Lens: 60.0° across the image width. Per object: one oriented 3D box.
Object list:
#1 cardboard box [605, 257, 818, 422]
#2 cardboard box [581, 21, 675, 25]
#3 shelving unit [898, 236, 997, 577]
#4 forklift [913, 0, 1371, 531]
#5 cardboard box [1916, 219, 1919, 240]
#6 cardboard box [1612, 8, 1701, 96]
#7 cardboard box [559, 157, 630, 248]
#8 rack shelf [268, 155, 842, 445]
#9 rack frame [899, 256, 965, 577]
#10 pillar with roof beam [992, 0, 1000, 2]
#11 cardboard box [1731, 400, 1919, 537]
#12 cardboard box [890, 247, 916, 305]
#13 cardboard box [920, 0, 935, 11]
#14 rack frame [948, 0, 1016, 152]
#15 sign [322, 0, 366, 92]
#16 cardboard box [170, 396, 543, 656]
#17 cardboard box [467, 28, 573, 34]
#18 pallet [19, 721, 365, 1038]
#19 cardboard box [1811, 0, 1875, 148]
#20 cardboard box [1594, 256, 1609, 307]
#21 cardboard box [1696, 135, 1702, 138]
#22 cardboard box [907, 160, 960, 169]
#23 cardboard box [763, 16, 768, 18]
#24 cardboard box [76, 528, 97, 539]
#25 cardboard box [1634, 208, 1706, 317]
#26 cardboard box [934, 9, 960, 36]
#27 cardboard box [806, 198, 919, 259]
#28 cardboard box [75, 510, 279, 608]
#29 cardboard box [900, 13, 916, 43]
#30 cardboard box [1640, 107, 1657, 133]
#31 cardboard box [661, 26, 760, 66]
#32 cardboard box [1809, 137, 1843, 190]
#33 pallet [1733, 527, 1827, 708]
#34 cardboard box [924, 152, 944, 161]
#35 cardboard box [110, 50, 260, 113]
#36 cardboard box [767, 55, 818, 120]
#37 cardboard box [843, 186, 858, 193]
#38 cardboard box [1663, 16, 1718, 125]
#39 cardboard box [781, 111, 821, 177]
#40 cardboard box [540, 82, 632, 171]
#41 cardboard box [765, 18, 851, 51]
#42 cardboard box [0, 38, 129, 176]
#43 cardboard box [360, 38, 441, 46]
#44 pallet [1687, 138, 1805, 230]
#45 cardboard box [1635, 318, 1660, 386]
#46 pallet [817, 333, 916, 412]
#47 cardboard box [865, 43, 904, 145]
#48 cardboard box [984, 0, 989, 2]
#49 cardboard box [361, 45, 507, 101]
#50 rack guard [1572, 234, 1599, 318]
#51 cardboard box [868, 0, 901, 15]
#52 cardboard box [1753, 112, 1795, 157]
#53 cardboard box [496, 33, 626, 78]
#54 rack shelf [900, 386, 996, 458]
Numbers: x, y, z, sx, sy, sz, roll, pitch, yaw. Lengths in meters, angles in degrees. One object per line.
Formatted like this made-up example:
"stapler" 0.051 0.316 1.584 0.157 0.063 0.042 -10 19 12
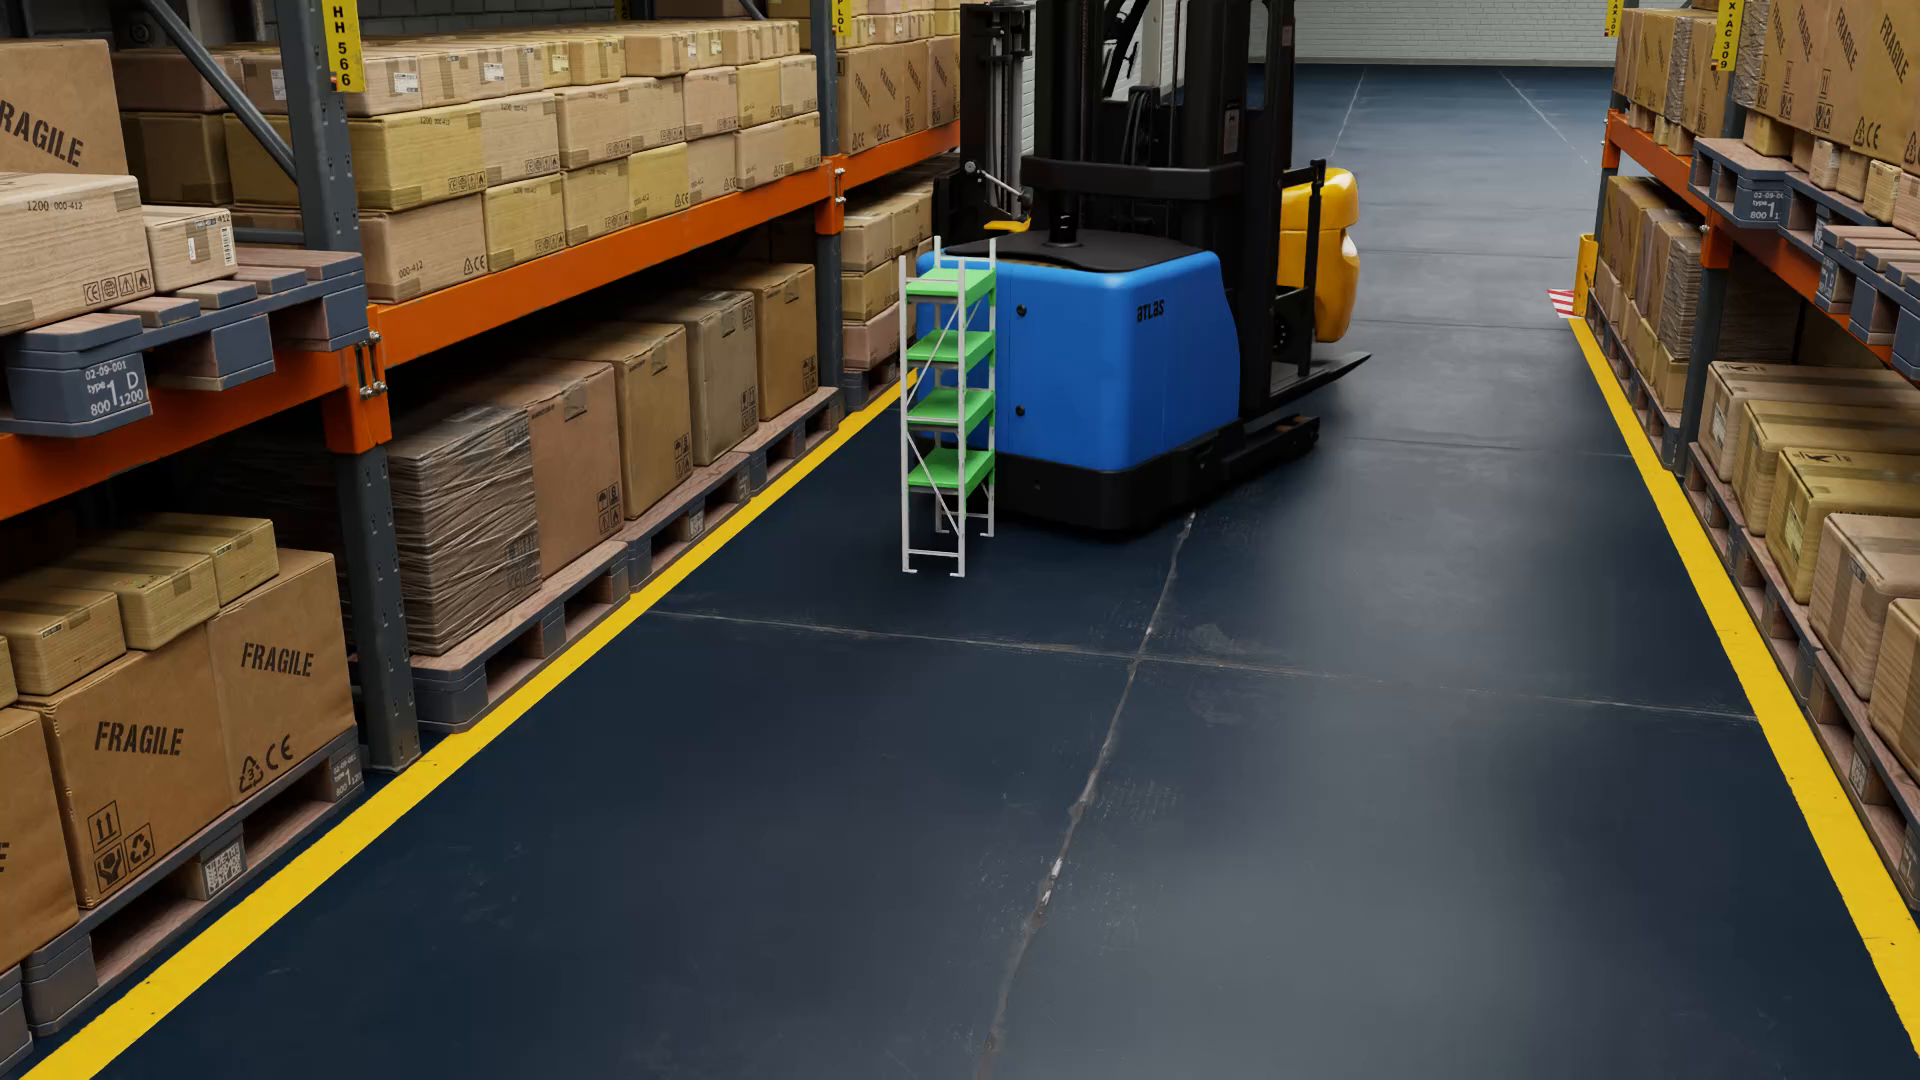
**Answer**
"cardboard box" -1.204 -0.973 7.919 0.875 0.625 0.625 6 20 16
"cardboard box" -1.498 -2.243 7.456 0.380 0.149 0.250 4 19 12
"shelving unit" -0.040 -0.516 6.342 0.258 1.200 0.503 5 19 13
"forklift" 1.063 -1.841 7.542 1.130 2.935 3.031 13 23 33
"cardboard box" 2.615 -0.791 4.101 0.380 0.149 0.250 4 19 13
"cardboard box" 4.319 -2.986 10.176 0.500 0.500 0.500 4 19 13
"cardboard box" -1.473 -1.176 5.723 0.500 0.250 0.500 4 19 12
"rack shelf" -1.576 -1.095 6.365 1.077 0.370 4.000 5 19 13
"rack frame" -0.100 -0.439 6.118 0.240 1.200 0.015 5 19 13
"pillar with roof beam" 4.486 -7.548 14.865 9.100 9.000 0.400 5 19 13
"cardboard box" 3.428 -0.236 6.154 0.950 0.372 0.625 6 20 17
"cardboard box" -0.549 -1.481 9.215 0.500 0.250 0.500 5 19 13
"cardboard box" -0.363 -3.201 9.799 0.380 0.149 0.250 5 19 14
"rack frame" -0.110 -3.316 11.755 1.000 3.000 0.127 5 19 13
"sign" -1.536 -1.279 4.122 0.100 0.325 0.005 5 19 13
"cardboard box" -1.899 -0.078 5.299 0.875 0.625 0.625 5 20 15
"cardboard box" -1.744 -1.928 6.532 0.380 0.149 0.250 5 19 13
"pallet" -2.284 0.742 4.188 1.003 0.211 1.213 5 19 13
"cardboard box" 2.963 -1.461 5.060 0.500 0.500 0.500 4 19 11
"cardboard box" 4.238 -1.591 10.311 0.500 0.250 0.500 4 19 13
"cardboard box" 3.564 -1.756 7.576 0.380 0.149 0.250 5 20 15
"cardboard box" -0.040 -2.357 11.005 0.500 0.250 0.500 5 19 14
"cardboard box" -1.158 -2.701 8.796 0.380 0.149 0.250 5 20 15
"cardboard box" -2.440 0.286 4.428 0.500 0.500 0.500 5 20 15
"cardboard box" 3.857 -1.450 8.736 0.500 0.500 0.500 6 20 16
"cardboard box" -0.213 -3.135 10.068 0.380 0.149 0.250 5 19 14
"cardboard box" -0.531 -1.719 9.137 0.500 0.250 0.500 5 19 13
"cardboard box" -1.940 0.044 4.133 0.380 0.149 0.250 4 19 11
"cardboard box" -0.459 -2.814 9.128 0.380 0.149 0.250 4 19 13
"cardboard box" 4.091 -2.399 9.460 0.380 0.149 0.250 5 20 15
"cardboard box" -1.048 -2.044 6.873 0.380 0.149 0.250 4 19 12
"cardboard box" 2.940 -1.196 5.289 0.380 0.149 0.250 5 20 15
"pallet" 3.242 0.276 5.553 1.003 0.211 1.213 5 19 13
"cardboard box" -0.411 -2.551 11.572 0.500 0.250 0.500 4 19 13
"cardboard box" -2.182 -1.281 4.638 0.380 0.149 0.250 5 20 15
"cardboard box" -0.960 -2.054 7.518 0.500 0.250 0.500 4 19 12
"cardboard box" -0.909 -1.920 9.725 0.500 0.250 0.500 5 19 14
"cardboard box" 3.835 -2.343 8.292 0.500 0.500 0.500 5 20 15
"cardboard box" -0.957 -1.812 7.585 0.500 0.250 0.500 5 20 15
"cardboard box" -1.451 -1.413 5.643 0.500 0.250 0.500 4 19 12
"cardboard box" -0.755 -2.495 8.195 0.380 0.149 0.250 4 19 13
"cardboard box" -2.342 -0.905 3.893 0.500 0.500 0.500 6 20 16
"cardboard box" -1.972 -1.606 5.590 0.380 0.149 0.250 5 19 13
"pallet" 3.399 -1.352 6.303 1.003 0.211 1.213 5 19 13
"cardboard box" 3.731 -0.943 8.412 0.500 0.250 0.500 4 19 12
"pallet" -0.853 -0.988 9.255 1.003 0.211 1.213 5 19 13
"cardboard box" -0.615 -2.392 8.896 0.500 0.500 0.500 5 19 14
"cardboard box" -0.024 -3.602 10.975 0.380 0.149 0.250 5 19 13
"cardboard box" -1.600 -1.406 5.004 0.380 0.149 0.250 5 20 15
"rack guard" 4.685 -1.718 10.945 1.175 0.500 0.348 5 19 13
"cardboard box" -0.530 -2.876 8.848 0.380 0.149 0.250 5 20 15
"cardboard box" 3.215 -1.525 6.251 0.380 0.149 0.250 5 20 14
"cardboard box" -1.427 -1.734 5.965 0.380 0.149 0.250 5 19 13
"rack shelf" -0.040 -0.455 6.362 0.258 0.148 0.480 5 19 13
